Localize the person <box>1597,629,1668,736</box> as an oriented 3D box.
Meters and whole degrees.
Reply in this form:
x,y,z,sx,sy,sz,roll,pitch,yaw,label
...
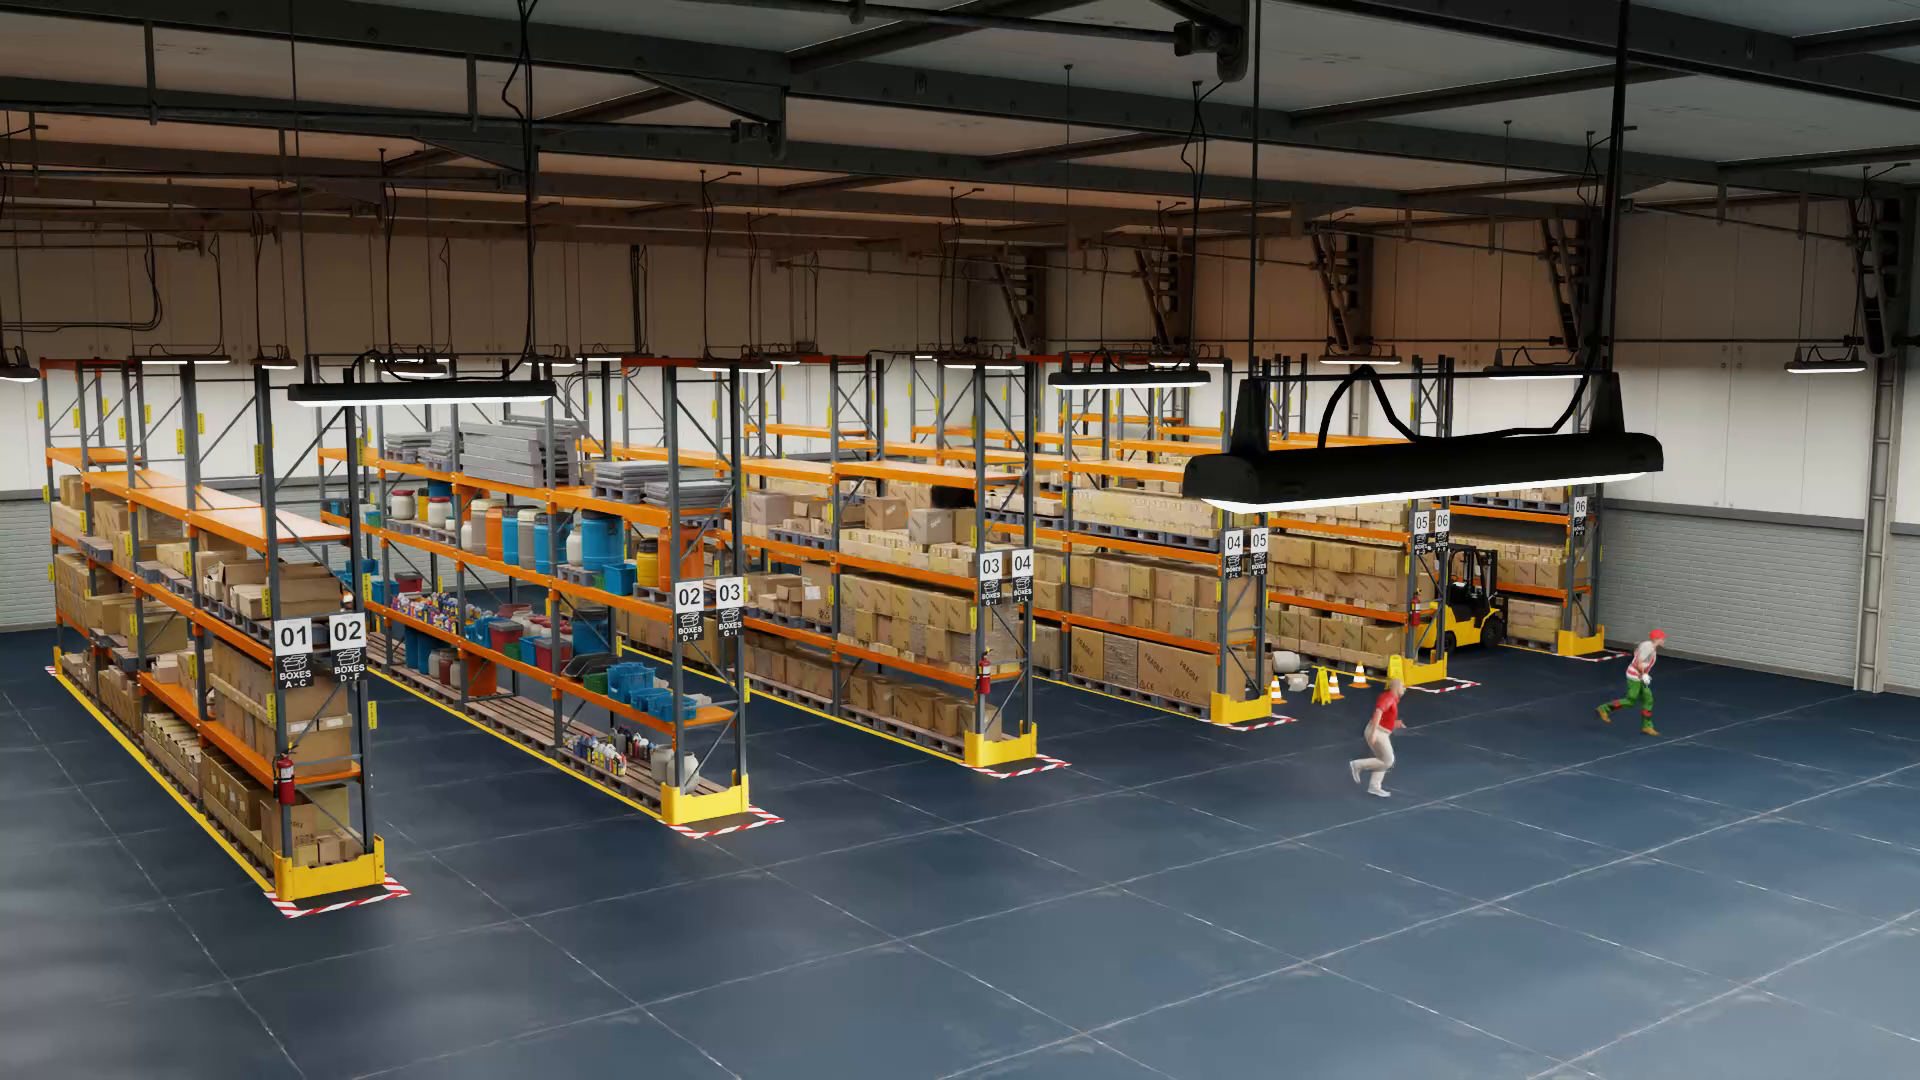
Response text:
x,y,z,sx,sy,sz,roll,pitch,yaw,label
10.892,2.278,26.892,0.969,1.730,0.677,2,7,18,person

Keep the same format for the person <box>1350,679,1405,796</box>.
x,y,z,sx,sy,sz,roll,pitch,yaw,label
5.830,2.752,23.219,0.765,1.664,0.657,0,7,2,person

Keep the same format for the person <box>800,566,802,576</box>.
x,y,z,sx,sy,sz,roll,pitch,yaw,label
-4.126,0.133,44.430,0.634,1.775,0.687,5,8,34,person

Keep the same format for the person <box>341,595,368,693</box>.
x,y,z,sx,sy,sz,roll,pitch,yaw,label
-11.079,1.865,30.203,0.708,1.765,0.824,-6,9,-41,person
